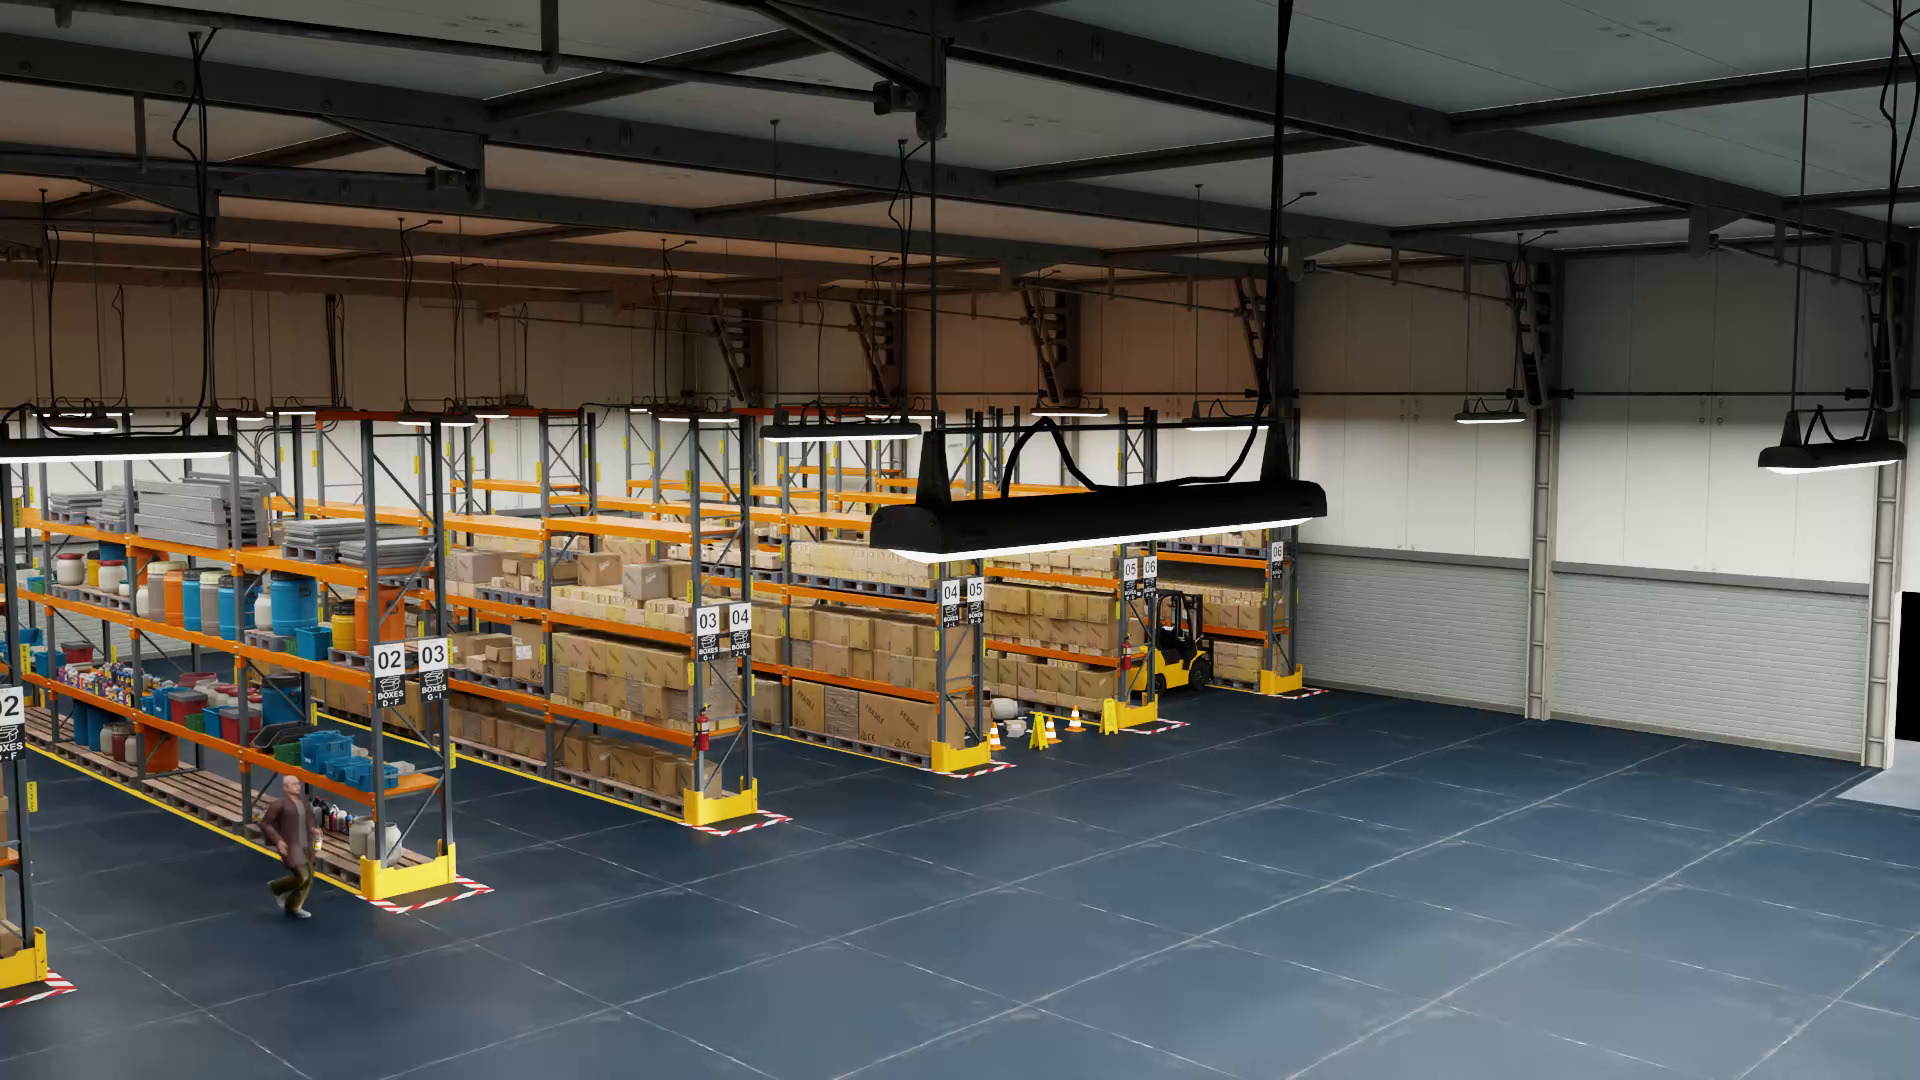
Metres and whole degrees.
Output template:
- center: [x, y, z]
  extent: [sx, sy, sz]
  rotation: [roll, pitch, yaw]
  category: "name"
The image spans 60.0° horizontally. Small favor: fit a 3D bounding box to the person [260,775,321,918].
- center: [-8.024, 3.695, 20.047]
  extent: [0.626, 1.731, 0.701]
  rotation: [2, 5, 22]
  category: "person"
